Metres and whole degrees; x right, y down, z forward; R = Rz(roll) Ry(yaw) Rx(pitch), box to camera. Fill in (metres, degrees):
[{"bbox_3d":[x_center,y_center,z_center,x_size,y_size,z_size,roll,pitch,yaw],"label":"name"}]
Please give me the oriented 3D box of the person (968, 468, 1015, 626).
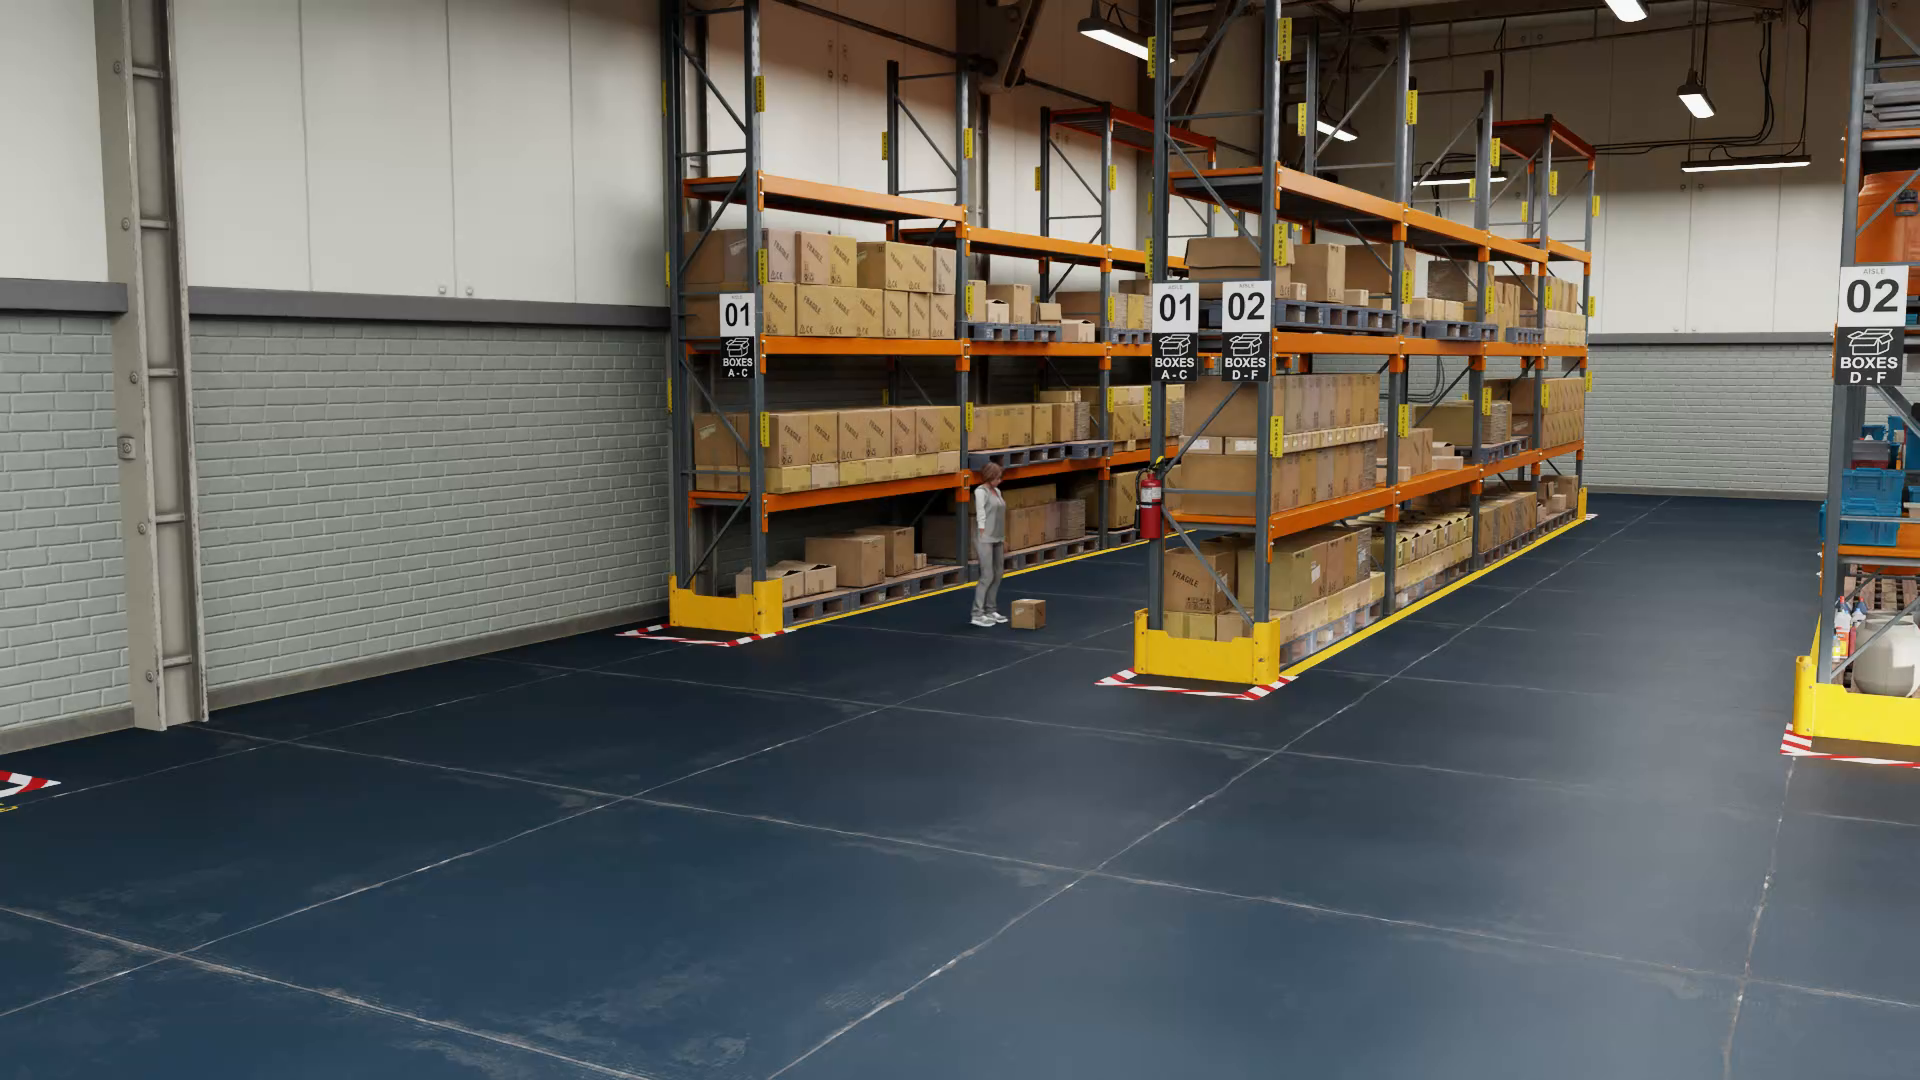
[{"bbox_3d":[0.306,0.067,16.339,0.417,1.523,0.433,4,7,30],"label":"person"}]
